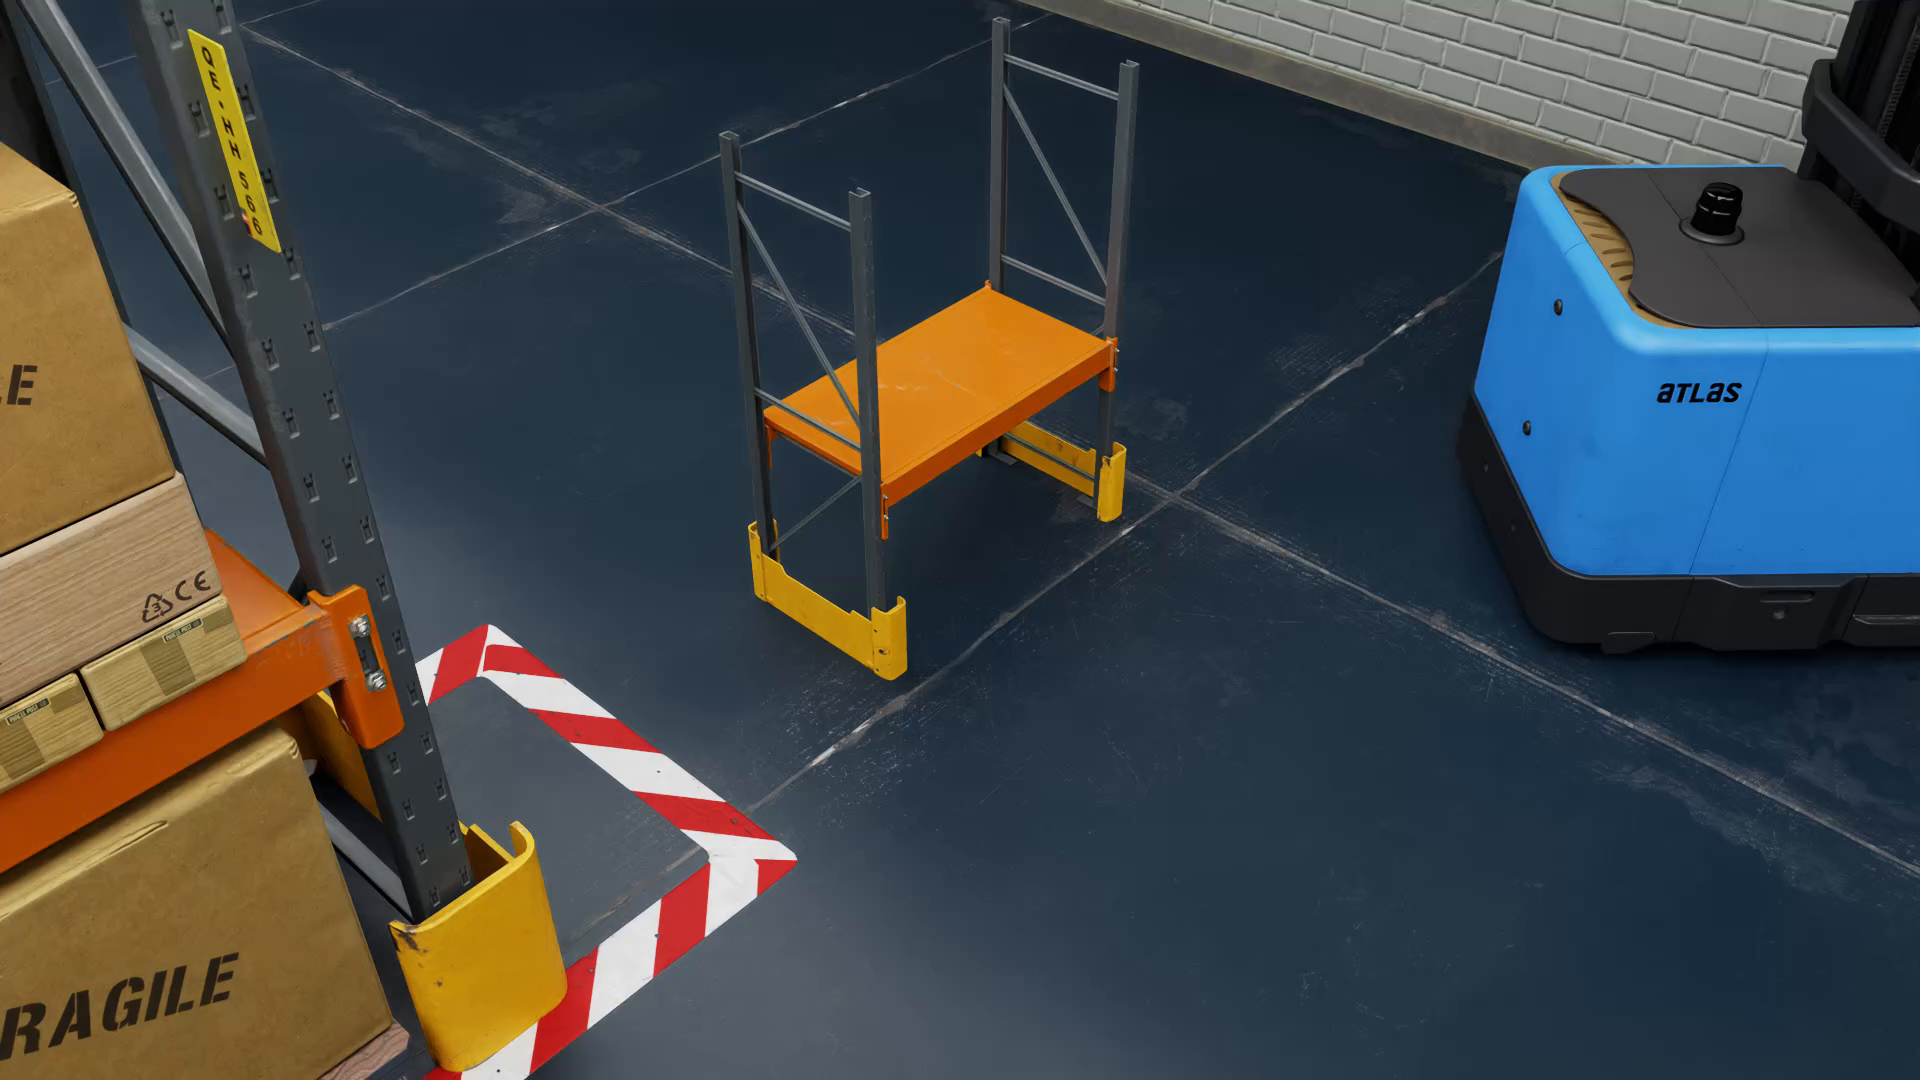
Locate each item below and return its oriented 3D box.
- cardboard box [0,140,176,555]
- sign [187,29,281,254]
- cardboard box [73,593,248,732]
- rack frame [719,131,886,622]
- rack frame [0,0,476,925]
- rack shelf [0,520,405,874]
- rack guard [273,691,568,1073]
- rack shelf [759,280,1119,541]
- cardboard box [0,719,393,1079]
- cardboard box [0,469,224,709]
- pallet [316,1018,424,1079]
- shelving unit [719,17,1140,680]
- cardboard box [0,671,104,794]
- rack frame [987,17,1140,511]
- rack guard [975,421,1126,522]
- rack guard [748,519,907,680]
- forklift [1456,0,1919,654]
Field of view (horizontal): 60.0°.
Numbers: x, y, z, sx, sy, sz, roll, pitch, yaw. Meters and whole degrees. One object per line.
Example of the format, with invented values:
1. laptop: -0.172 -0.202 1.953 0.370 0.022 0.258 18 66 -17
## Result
1. cardboard box: -1.595 -0.289 2.482 0.500 0.500 0.500 30 47 32
2. sign: -1.070 -0.583 2.453 0.100 0.325 0.005 30 47 32
3. cardboard box: -1.458 0.128 2.880 0.380 0.149 0.250 31 48 33
4. rack frame: -0.401 -0.314 4.440 0.500 1.500 0.032 30 47 32
5. rack frame: -1.461 -0.272 3.182 1.000 3.000 0.127 30 47 32
6. rack shelf: -2.810 0.929 2.250 1.077 0.370 4.000 30 47 32
7. rack guard: -1.445 0.696 3.974 1.175 0.500 0.348 30 47 32
8. rack shelf: -0.058 -0.407 4.846 0.538 0.185 1.000 30 47 32
9. cardboard box: -1.833 0.723 3.300 0.875 0.875 0.875 30 47 32
10. cardboard box: -1.592 0.005 2.716 0.500 0.250 0.500 29 47 31
11. pallet: -1.942 1.220 3.546 1.003 0.211 1.213 30 47 32
12. shelving unit: -0.051 -0.552 4.739 0.587 1.500 1.083 30 47 32
13. cardboard box: -1.632 0.249 2.729 0.380 0.149 0.250 30 47 32
14. rack frame: 0.285 -0.781 5.028 0.500 1.500 0.032 30 47 32
15. rack guard: 0.285 -0.292 5.416 0.587 0.250 0.087 30 47 32
16. rack guard: -0.387 0.166 4.840 0.587 0.250 0.087 30 47 32
17. forklift: 3.164 -1.135 4.323 3.031 2.935 1.130 -1 38 -1
